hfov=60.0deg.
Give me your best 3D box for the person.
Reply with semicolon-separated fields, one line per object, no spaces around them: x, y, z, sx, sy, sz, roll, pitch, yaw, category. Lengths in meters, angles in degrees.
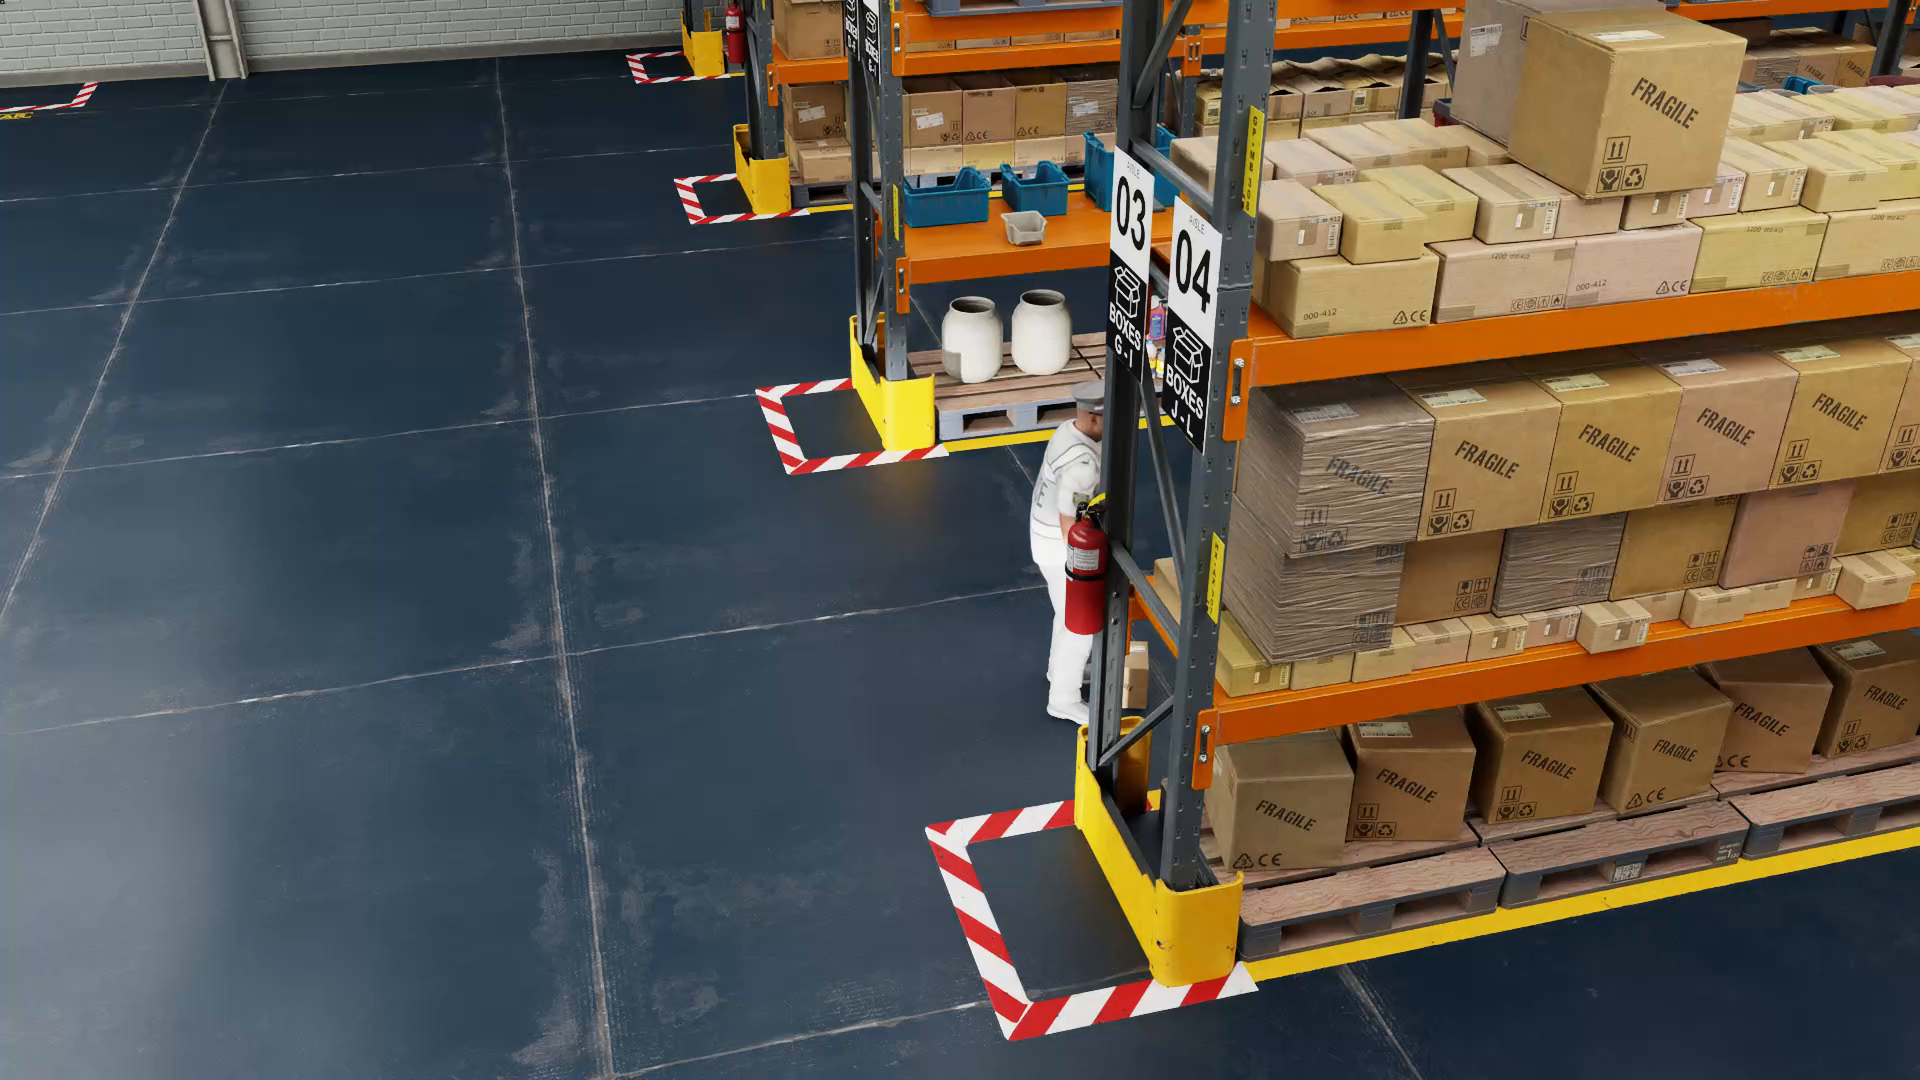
0.563;0.036;8.170;0.435;1.749;0.585;2;30;4;person
